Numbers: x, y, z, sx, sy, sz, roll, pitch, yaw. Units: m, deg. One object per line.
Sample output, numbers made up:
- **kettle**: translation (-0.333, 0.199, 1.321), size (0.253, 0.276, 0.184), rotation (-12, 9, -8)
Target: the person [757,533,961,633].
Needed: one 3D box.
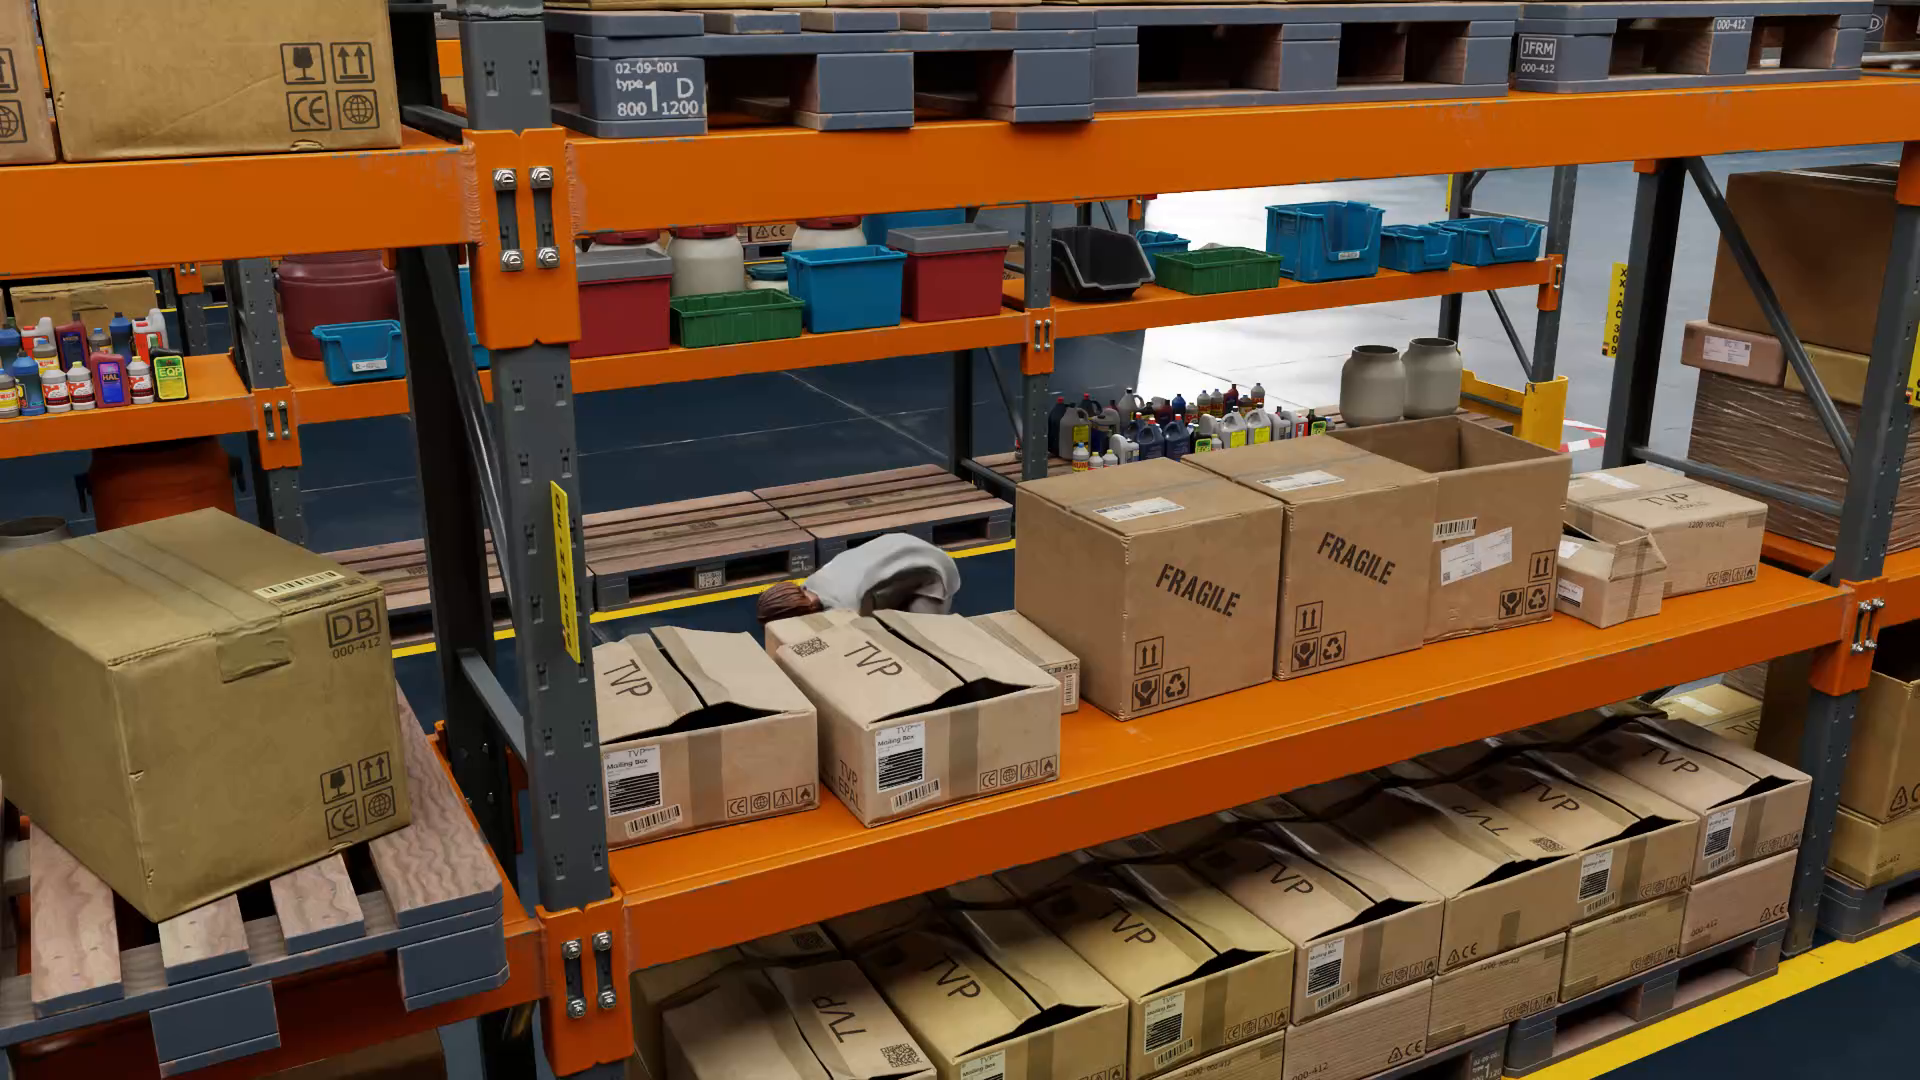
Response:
- **person**: translation (-0.402, 0.475, 6.671), size (0.868, 0.958, 0.405), rotation (-11, 22, -29)
